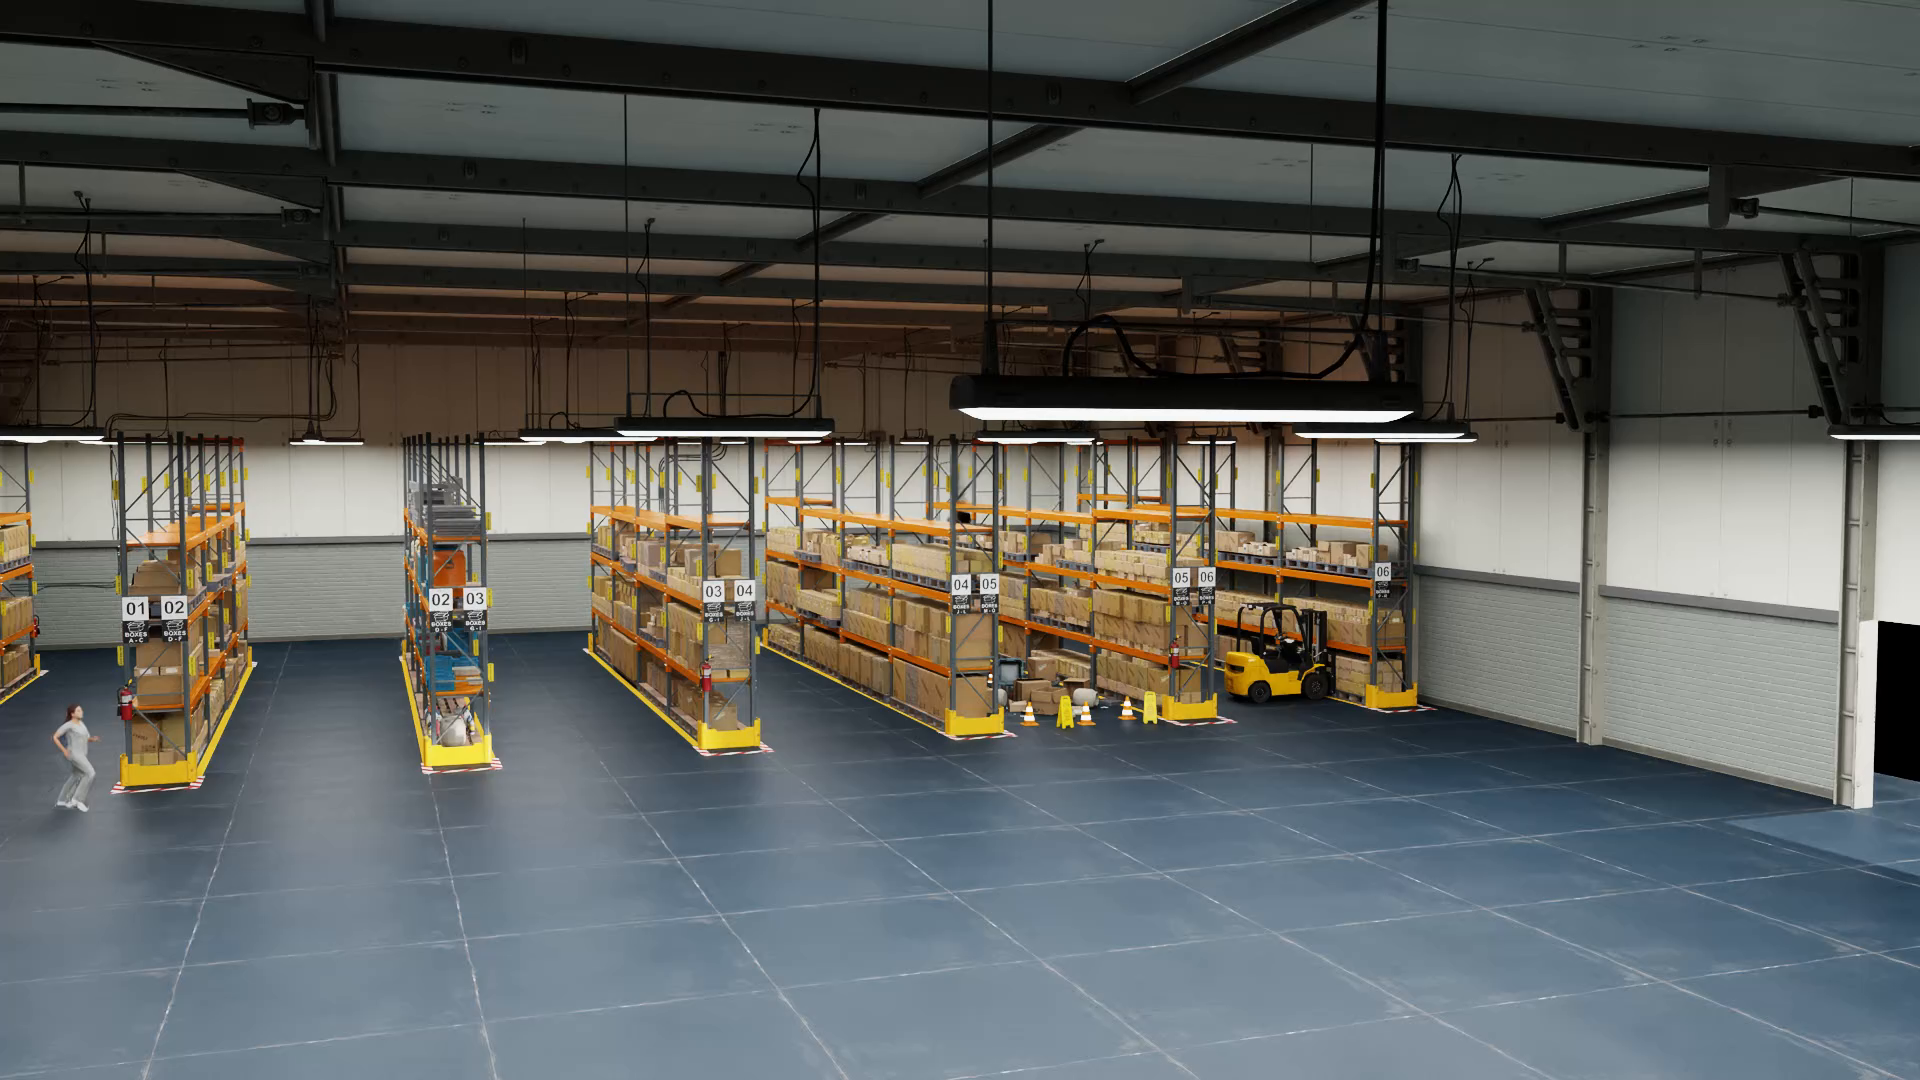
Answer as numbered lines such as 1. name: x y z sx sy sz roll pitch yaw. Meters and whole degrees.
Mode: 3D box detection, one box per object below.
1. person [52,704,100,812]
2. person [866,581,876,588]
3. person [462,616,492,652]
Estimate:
1. person: -13.926 3.433 26.226 0.709 1.697 0.535 0 3 -4
2. person: -2.650 1.863 50.839 0.843 1.710 0.509 -2 4 -37
3. person: -13.657 2.346 46.683 0.897 1.659 0.731 1 3 19
